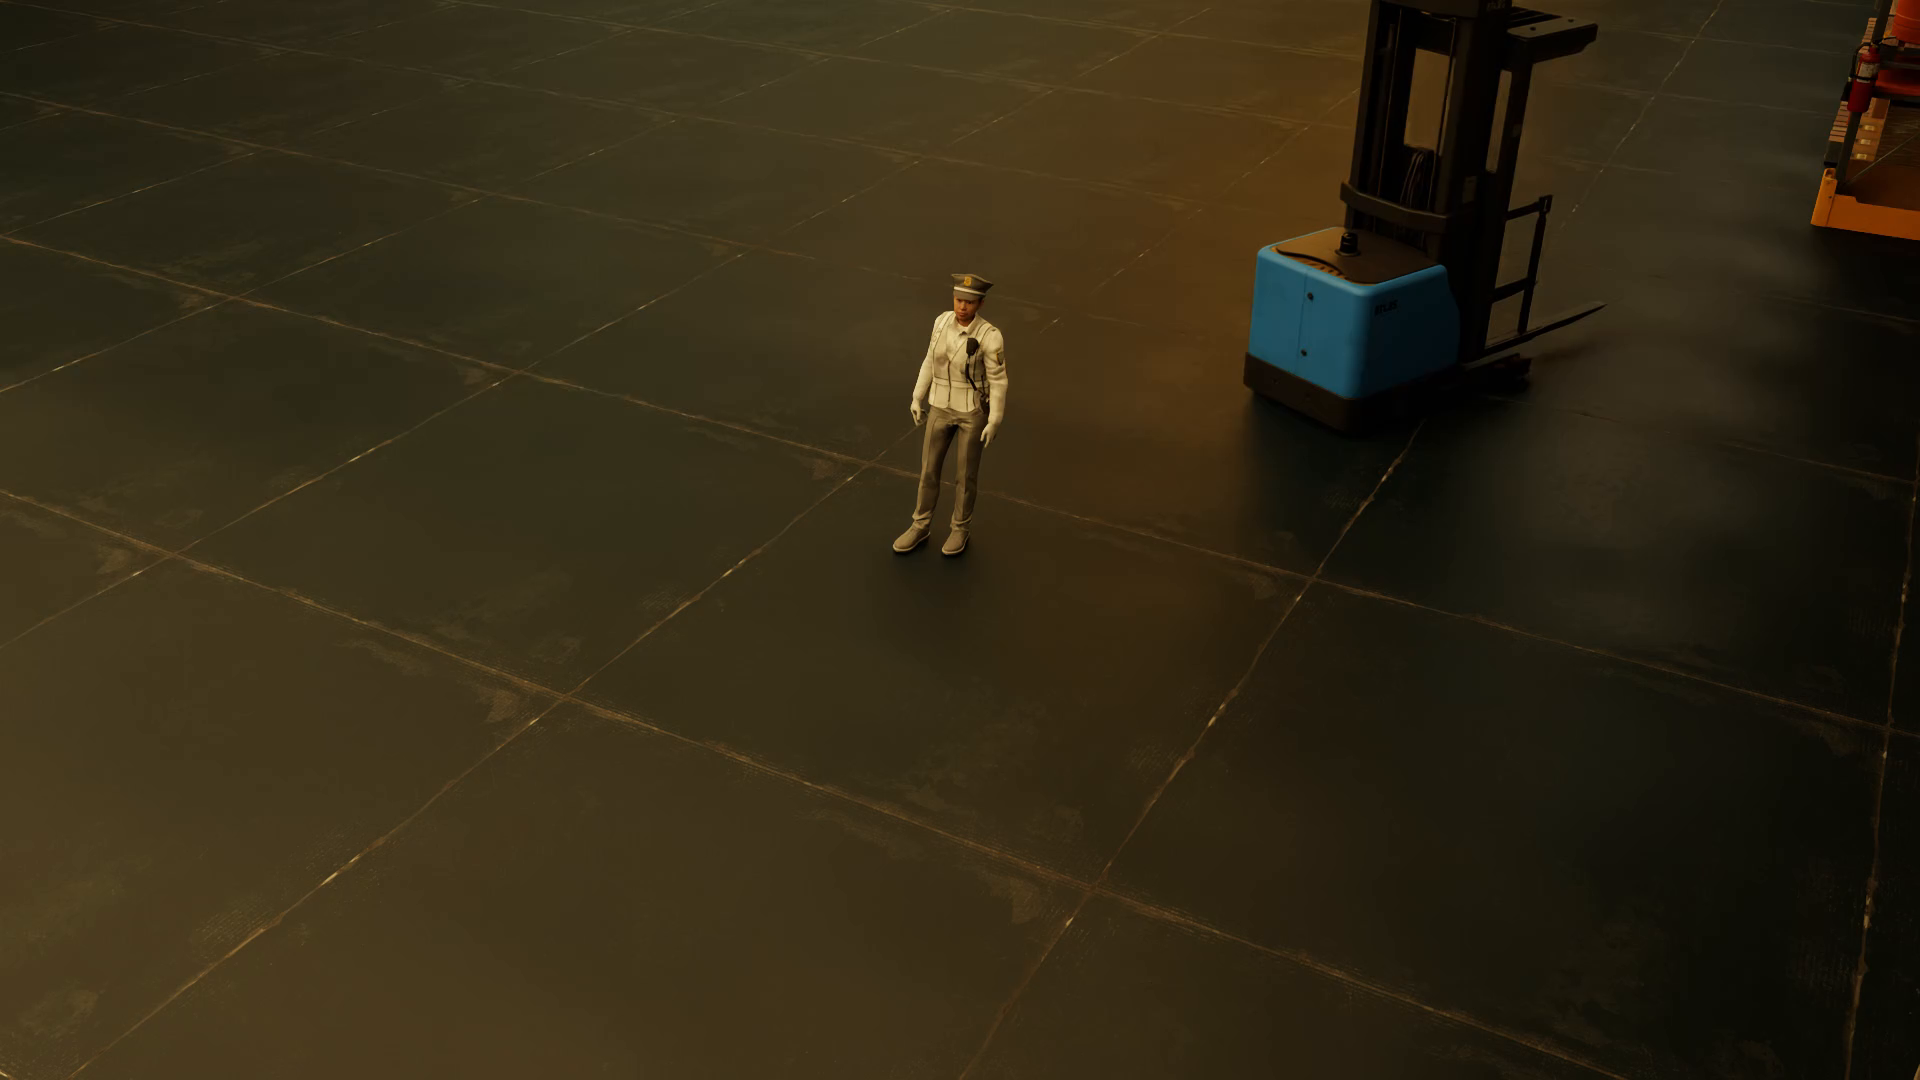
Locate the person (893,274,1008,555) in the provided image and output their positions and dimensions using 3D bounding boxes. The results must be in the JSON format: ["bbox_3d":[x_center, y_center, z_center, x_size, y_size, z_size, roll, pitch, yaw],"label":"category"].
[{"bbox_3d":[-0.039,-0.712,9.526,0.587,1.695,0.531,15,33,25],"label":"person"}]

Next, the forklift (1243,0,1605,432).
[{"bbox_3d":[3.499,-2.565,11.515,3.031,2.935,1.130,-20,36,-31],"label":"forklift"}]
